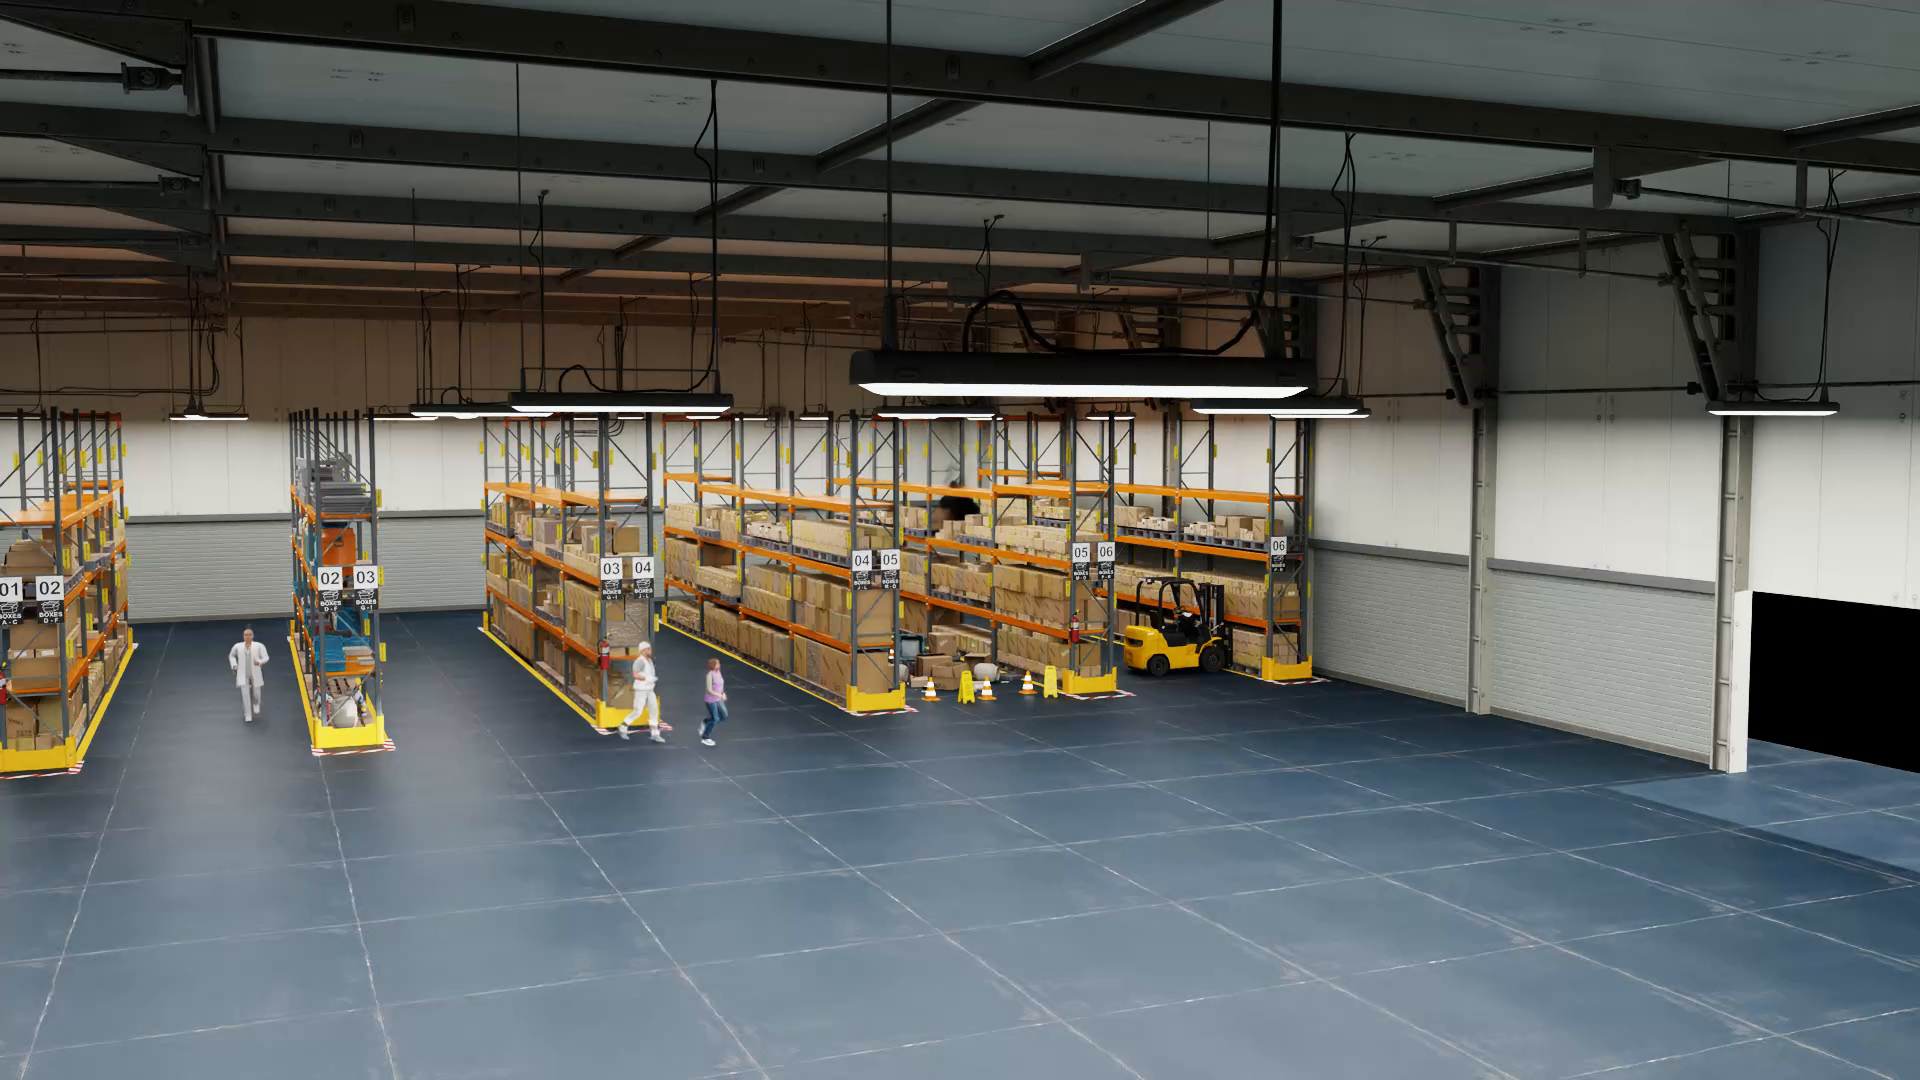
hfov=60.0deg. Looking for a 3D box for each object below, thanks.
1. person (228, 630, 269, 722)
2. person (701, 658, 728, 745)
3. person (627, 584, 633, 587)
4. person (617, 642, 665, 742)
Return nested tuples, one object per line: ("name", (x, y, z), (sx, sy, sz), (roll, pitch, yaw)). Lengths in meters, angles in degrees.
("person", (-13.734, 2.599, 32.111), (0.720, 1.746, 0.912), (-2, 4, -21))
("person", (-4.369, 2.875, 29.685), (0.601, 1.560, 0.568), (1, 4, 20))
("person", (-9.122, 1.653, 45.981), (0.738, 1.707, 0.506), (-1, 4, -12))
("person", (-5.681, 2.720, 29.884), (0.936, 1.782, 0.689), (1, 4, 18))
